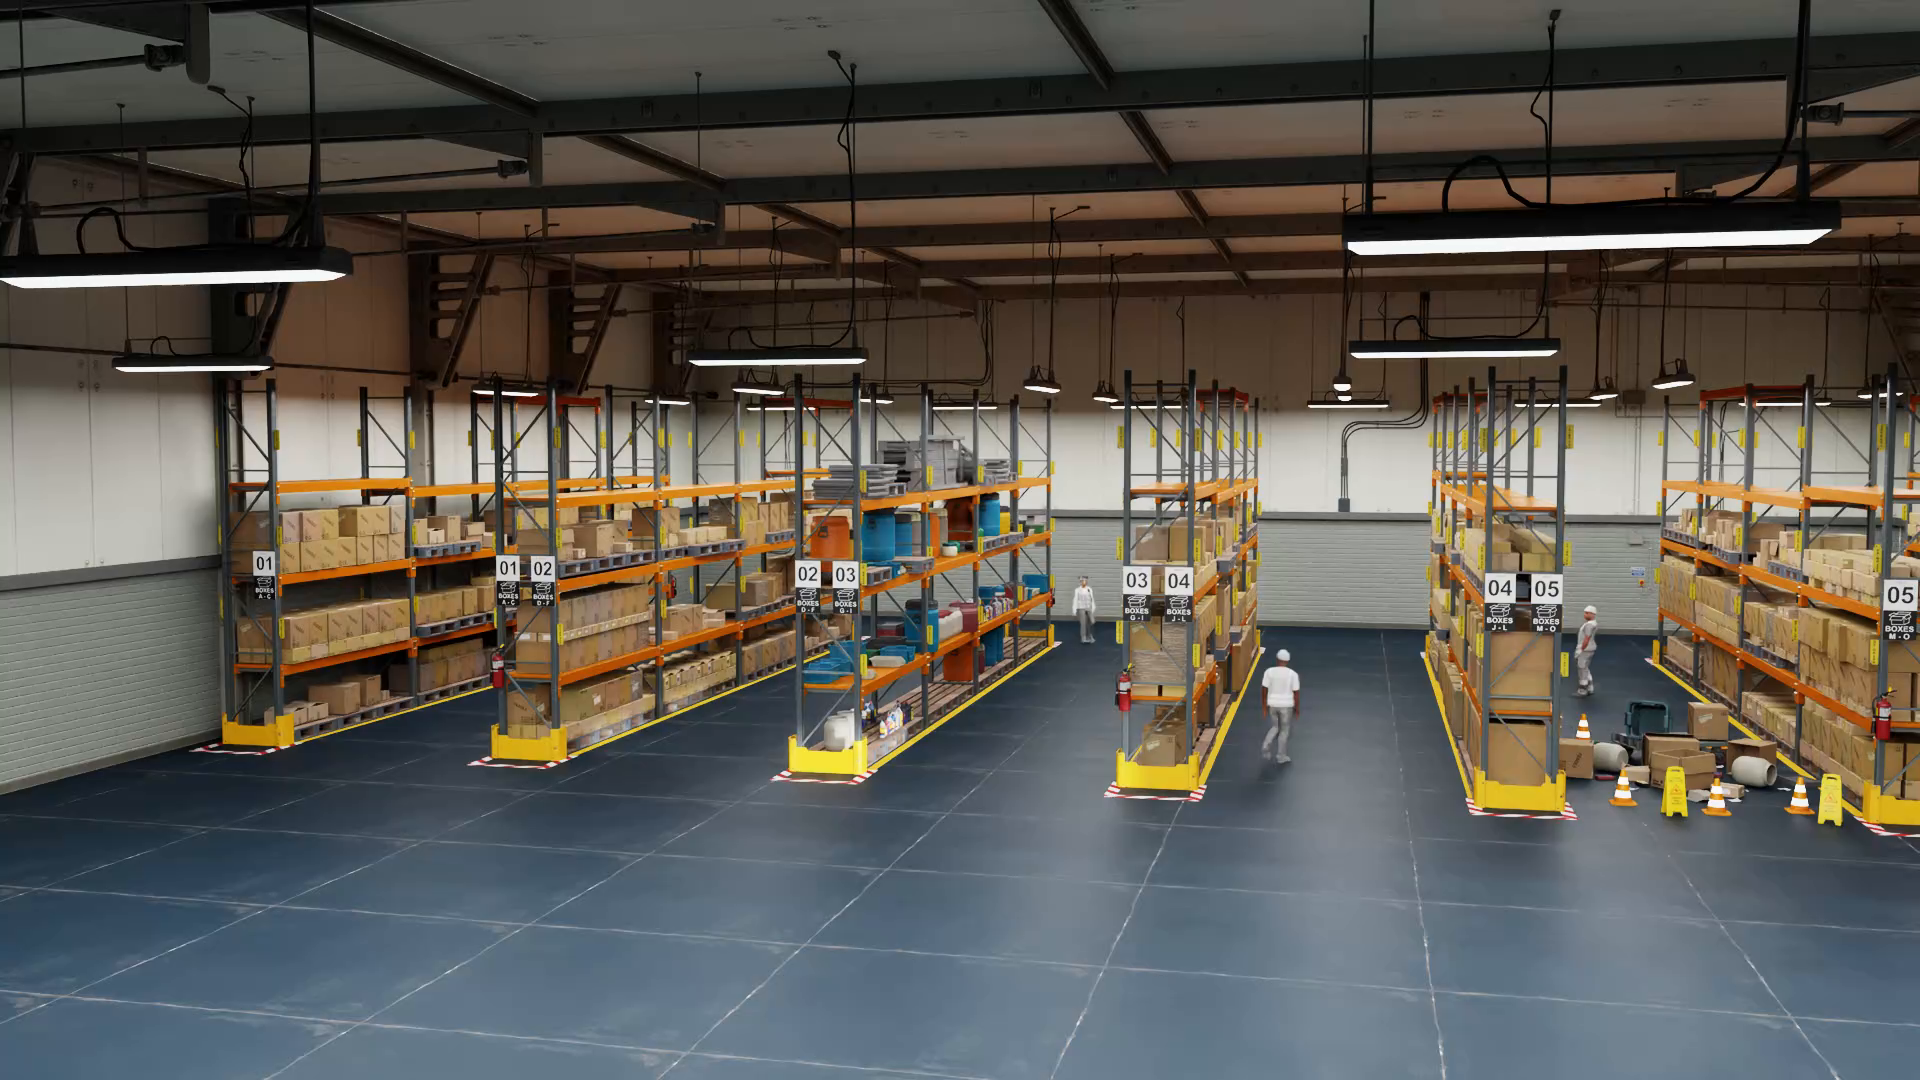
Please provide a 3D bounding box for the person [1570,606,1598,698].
[{"bbox_3d":[12.124,2.173,32.273,0.601,1.803,0.507,-3,5,-44],"label":"person"}]

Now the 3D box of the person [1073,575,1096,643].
[{"bbox_3d":[3.058,1.719,41.031,0.584,1.695,0.425,-1,4,-22],"label":"person"}]

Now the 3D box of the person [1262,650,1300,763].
[{"bbox_3d":[4.944,2.568,25.641,0.544,1.759,0.542,-3,5,-42],"label":"person"}]
